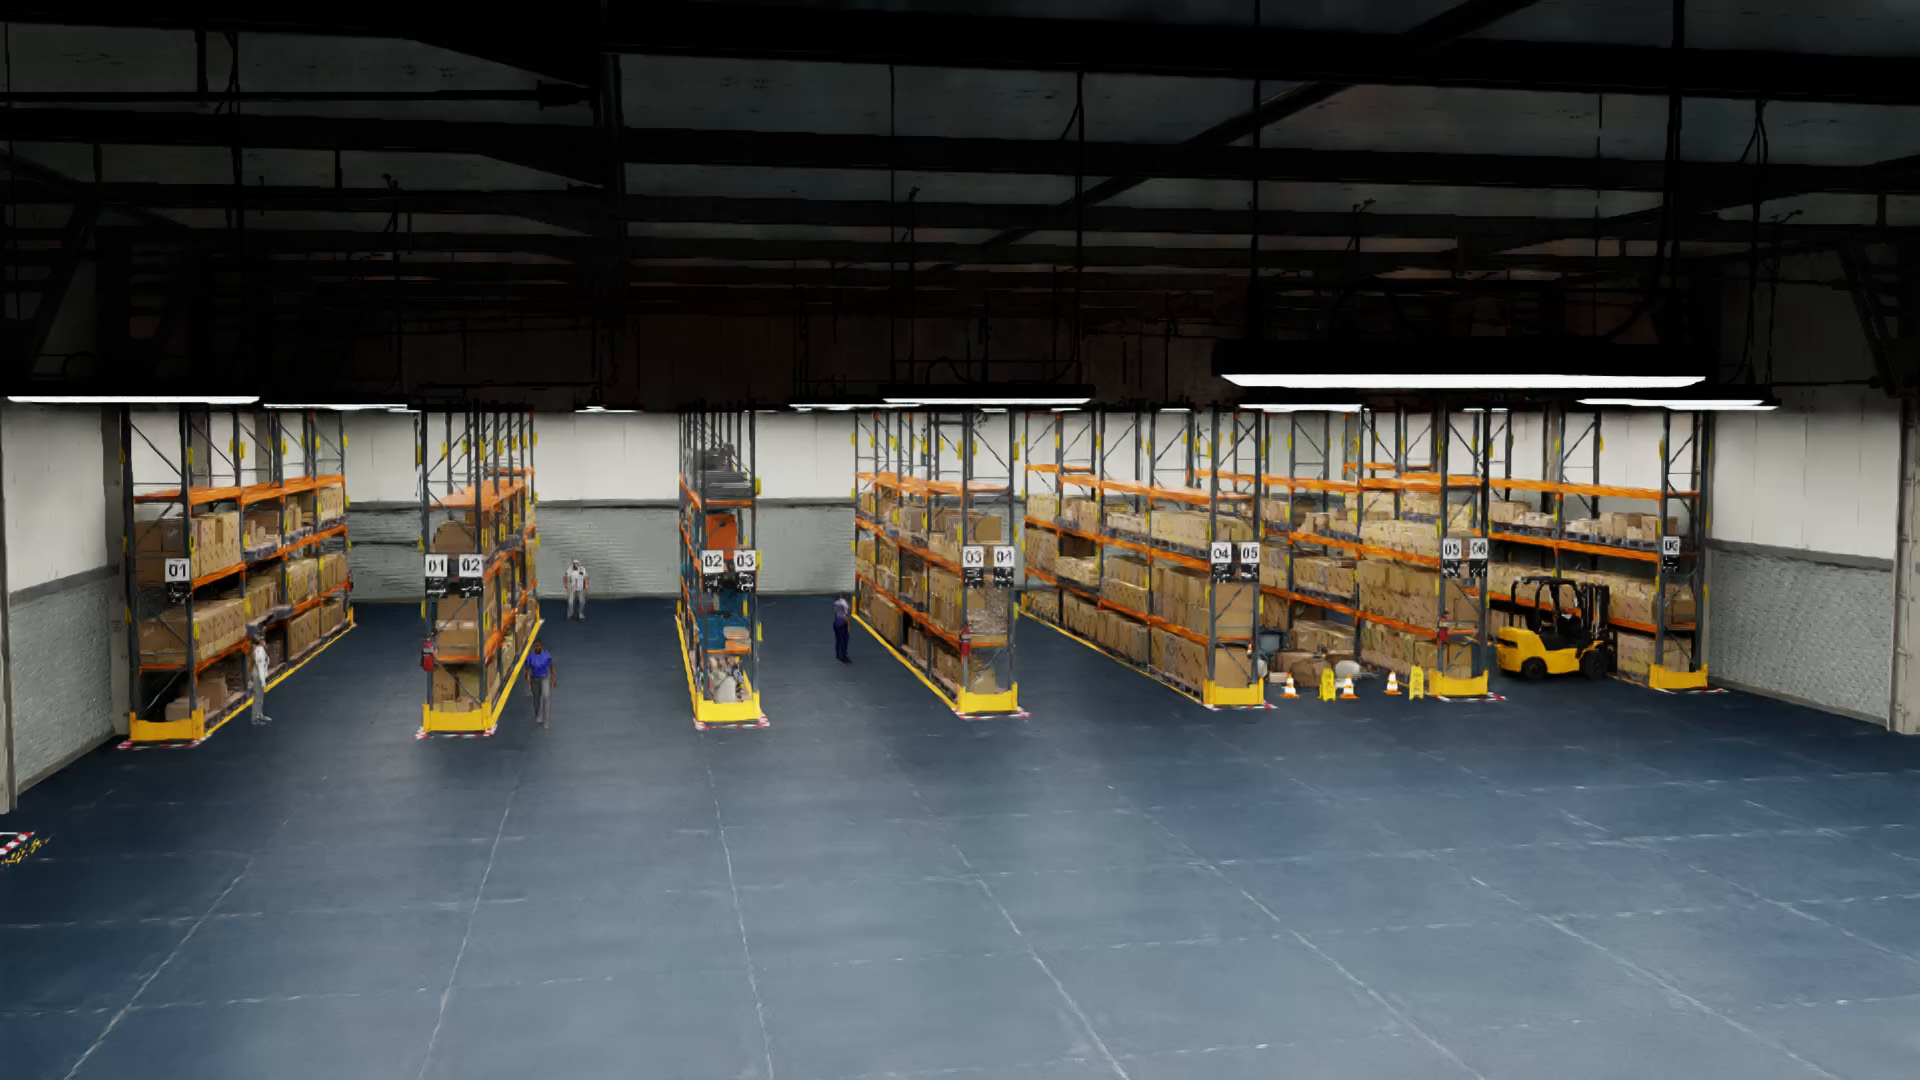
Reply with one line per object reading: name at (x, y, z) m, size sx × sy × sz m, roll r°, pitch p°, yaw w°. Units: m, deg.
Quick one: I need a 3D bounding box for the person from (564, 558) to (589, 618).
person at (-10.786, 1.346, 46.736) m, size 0.683 × 1.714 × 0.538 m, roll -1°, pitch 4°, yaw -14°

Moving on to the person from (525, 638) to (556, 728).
person at (-7.738, 2.605, 30.650) m, size 0.544 × 1.604 × 0.896 m, roll -1°, pitch 4°, yaw -8°

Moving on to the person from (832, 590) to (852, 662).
person at (-2.703, 1.984, 38.561) m, size 0.429 × 1.651 × 0.533 m, roll -4°, pitch 6°, yaw -41°

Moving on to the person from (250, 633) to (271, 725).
person at (-12.936, 2.550, 30.736) m, size 0.365 × 1.679 × 0.586 m, roll -2°, pitch 5°, yaw -27°

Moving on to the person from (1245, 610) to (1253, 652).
person at (6.835, 1.908, 39.276) m, size 0.574 × 1.664 × 0.564 m, roll 1°, pitch 5°, yaw 18°
